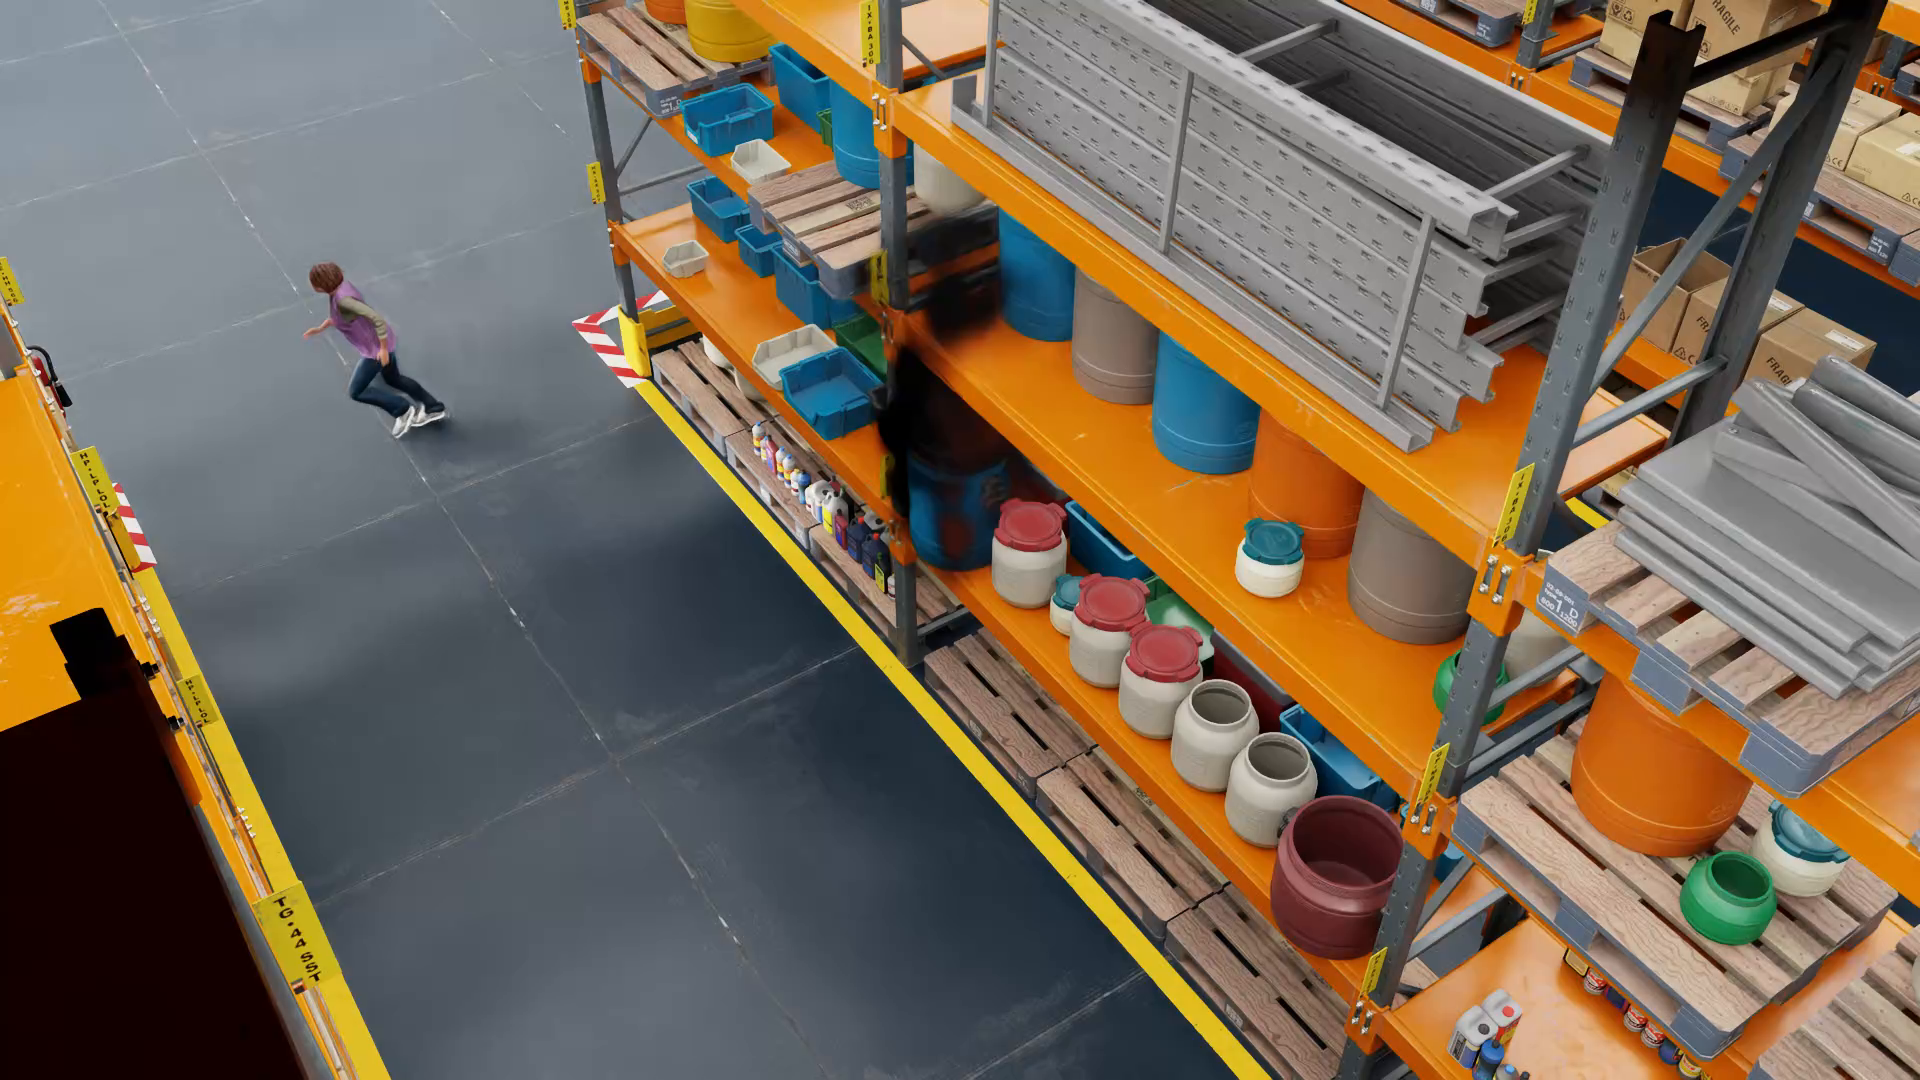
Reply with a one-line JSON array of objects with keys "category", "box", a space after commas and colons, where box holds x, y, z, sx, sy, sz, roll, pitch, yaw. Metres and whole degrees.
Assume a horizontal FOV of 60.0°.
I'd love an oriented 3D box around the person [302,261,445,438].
[{"category": "person", "box": [-4.330, -1.396, 12.166, 0.834, 1.498, 0.526, -12, 44, -13]}]
